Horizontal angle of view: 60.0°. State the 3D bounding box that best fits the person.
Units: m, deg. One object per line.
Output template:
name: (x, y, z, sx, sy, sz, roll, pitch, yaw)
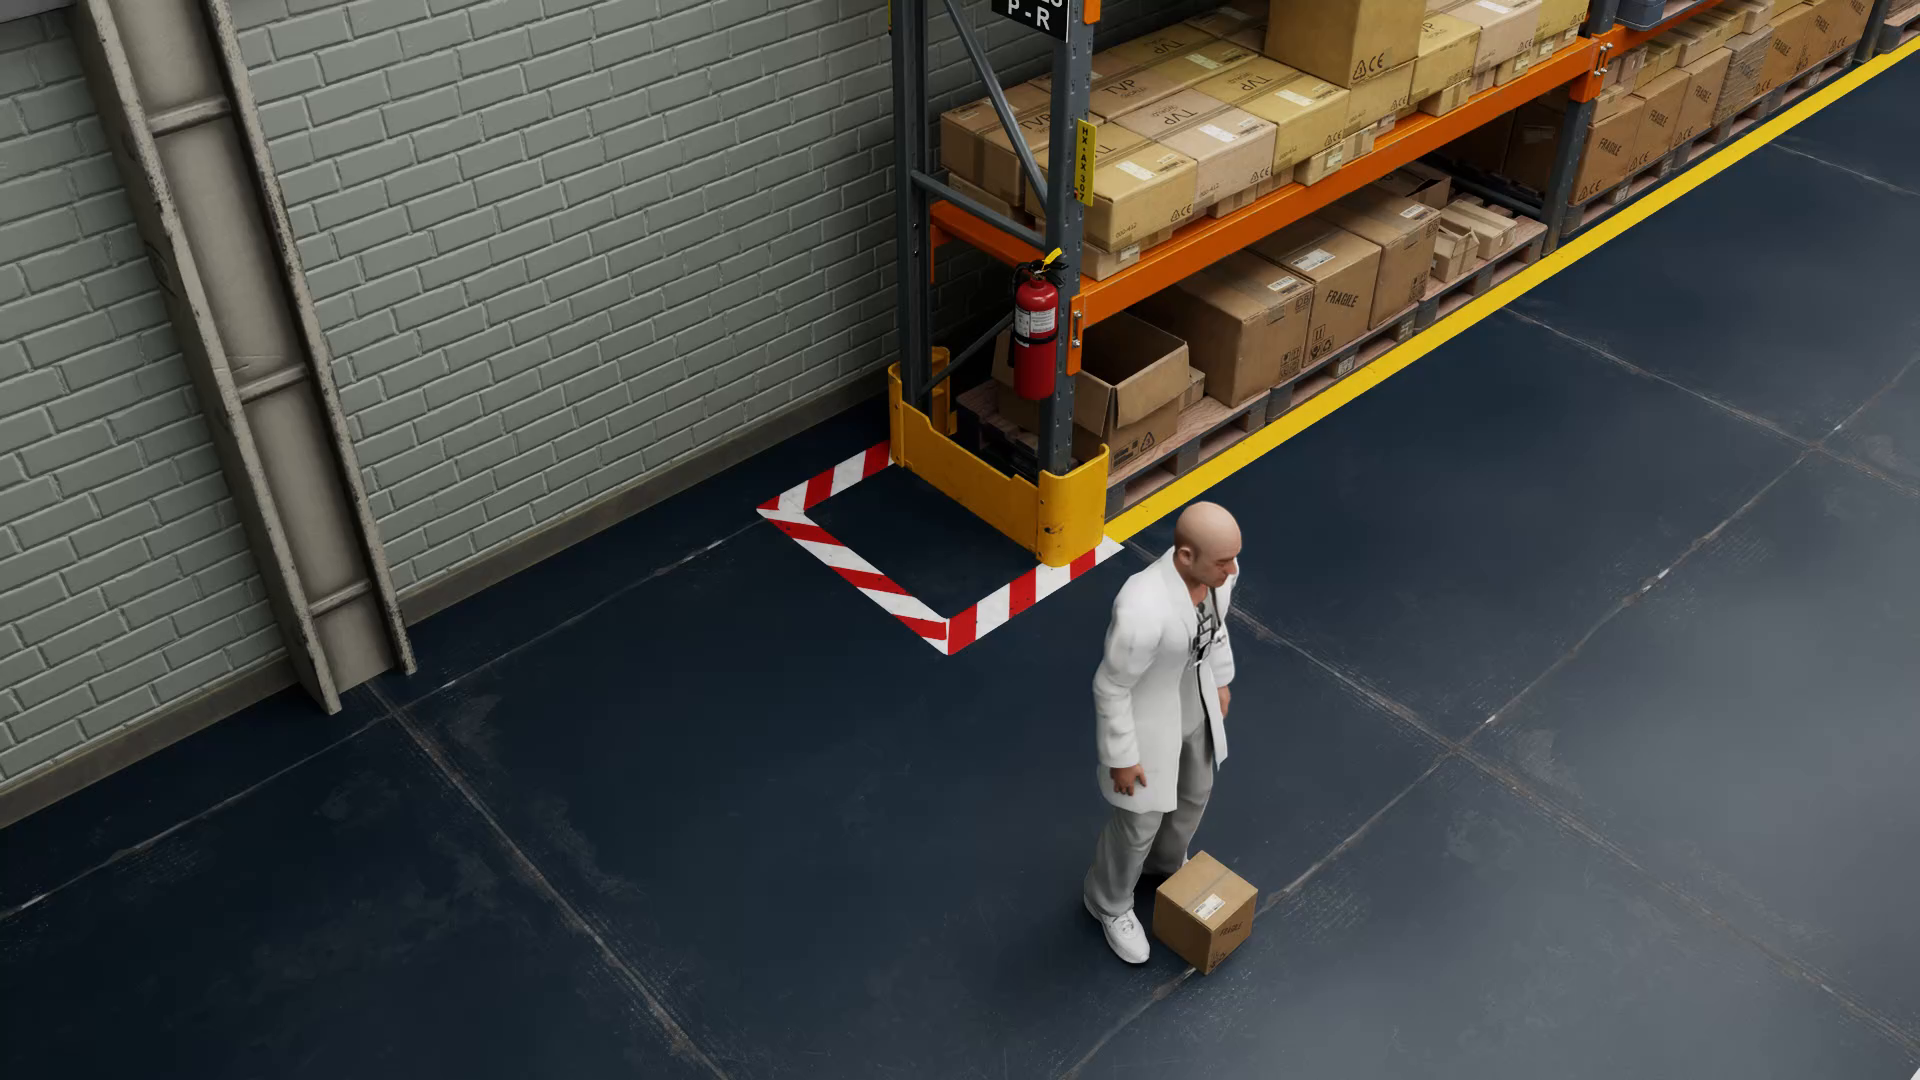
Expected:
person: (0.683, 0.586, 5.453, 0.429, 1.772, 0.646, 32, 49, 33)
